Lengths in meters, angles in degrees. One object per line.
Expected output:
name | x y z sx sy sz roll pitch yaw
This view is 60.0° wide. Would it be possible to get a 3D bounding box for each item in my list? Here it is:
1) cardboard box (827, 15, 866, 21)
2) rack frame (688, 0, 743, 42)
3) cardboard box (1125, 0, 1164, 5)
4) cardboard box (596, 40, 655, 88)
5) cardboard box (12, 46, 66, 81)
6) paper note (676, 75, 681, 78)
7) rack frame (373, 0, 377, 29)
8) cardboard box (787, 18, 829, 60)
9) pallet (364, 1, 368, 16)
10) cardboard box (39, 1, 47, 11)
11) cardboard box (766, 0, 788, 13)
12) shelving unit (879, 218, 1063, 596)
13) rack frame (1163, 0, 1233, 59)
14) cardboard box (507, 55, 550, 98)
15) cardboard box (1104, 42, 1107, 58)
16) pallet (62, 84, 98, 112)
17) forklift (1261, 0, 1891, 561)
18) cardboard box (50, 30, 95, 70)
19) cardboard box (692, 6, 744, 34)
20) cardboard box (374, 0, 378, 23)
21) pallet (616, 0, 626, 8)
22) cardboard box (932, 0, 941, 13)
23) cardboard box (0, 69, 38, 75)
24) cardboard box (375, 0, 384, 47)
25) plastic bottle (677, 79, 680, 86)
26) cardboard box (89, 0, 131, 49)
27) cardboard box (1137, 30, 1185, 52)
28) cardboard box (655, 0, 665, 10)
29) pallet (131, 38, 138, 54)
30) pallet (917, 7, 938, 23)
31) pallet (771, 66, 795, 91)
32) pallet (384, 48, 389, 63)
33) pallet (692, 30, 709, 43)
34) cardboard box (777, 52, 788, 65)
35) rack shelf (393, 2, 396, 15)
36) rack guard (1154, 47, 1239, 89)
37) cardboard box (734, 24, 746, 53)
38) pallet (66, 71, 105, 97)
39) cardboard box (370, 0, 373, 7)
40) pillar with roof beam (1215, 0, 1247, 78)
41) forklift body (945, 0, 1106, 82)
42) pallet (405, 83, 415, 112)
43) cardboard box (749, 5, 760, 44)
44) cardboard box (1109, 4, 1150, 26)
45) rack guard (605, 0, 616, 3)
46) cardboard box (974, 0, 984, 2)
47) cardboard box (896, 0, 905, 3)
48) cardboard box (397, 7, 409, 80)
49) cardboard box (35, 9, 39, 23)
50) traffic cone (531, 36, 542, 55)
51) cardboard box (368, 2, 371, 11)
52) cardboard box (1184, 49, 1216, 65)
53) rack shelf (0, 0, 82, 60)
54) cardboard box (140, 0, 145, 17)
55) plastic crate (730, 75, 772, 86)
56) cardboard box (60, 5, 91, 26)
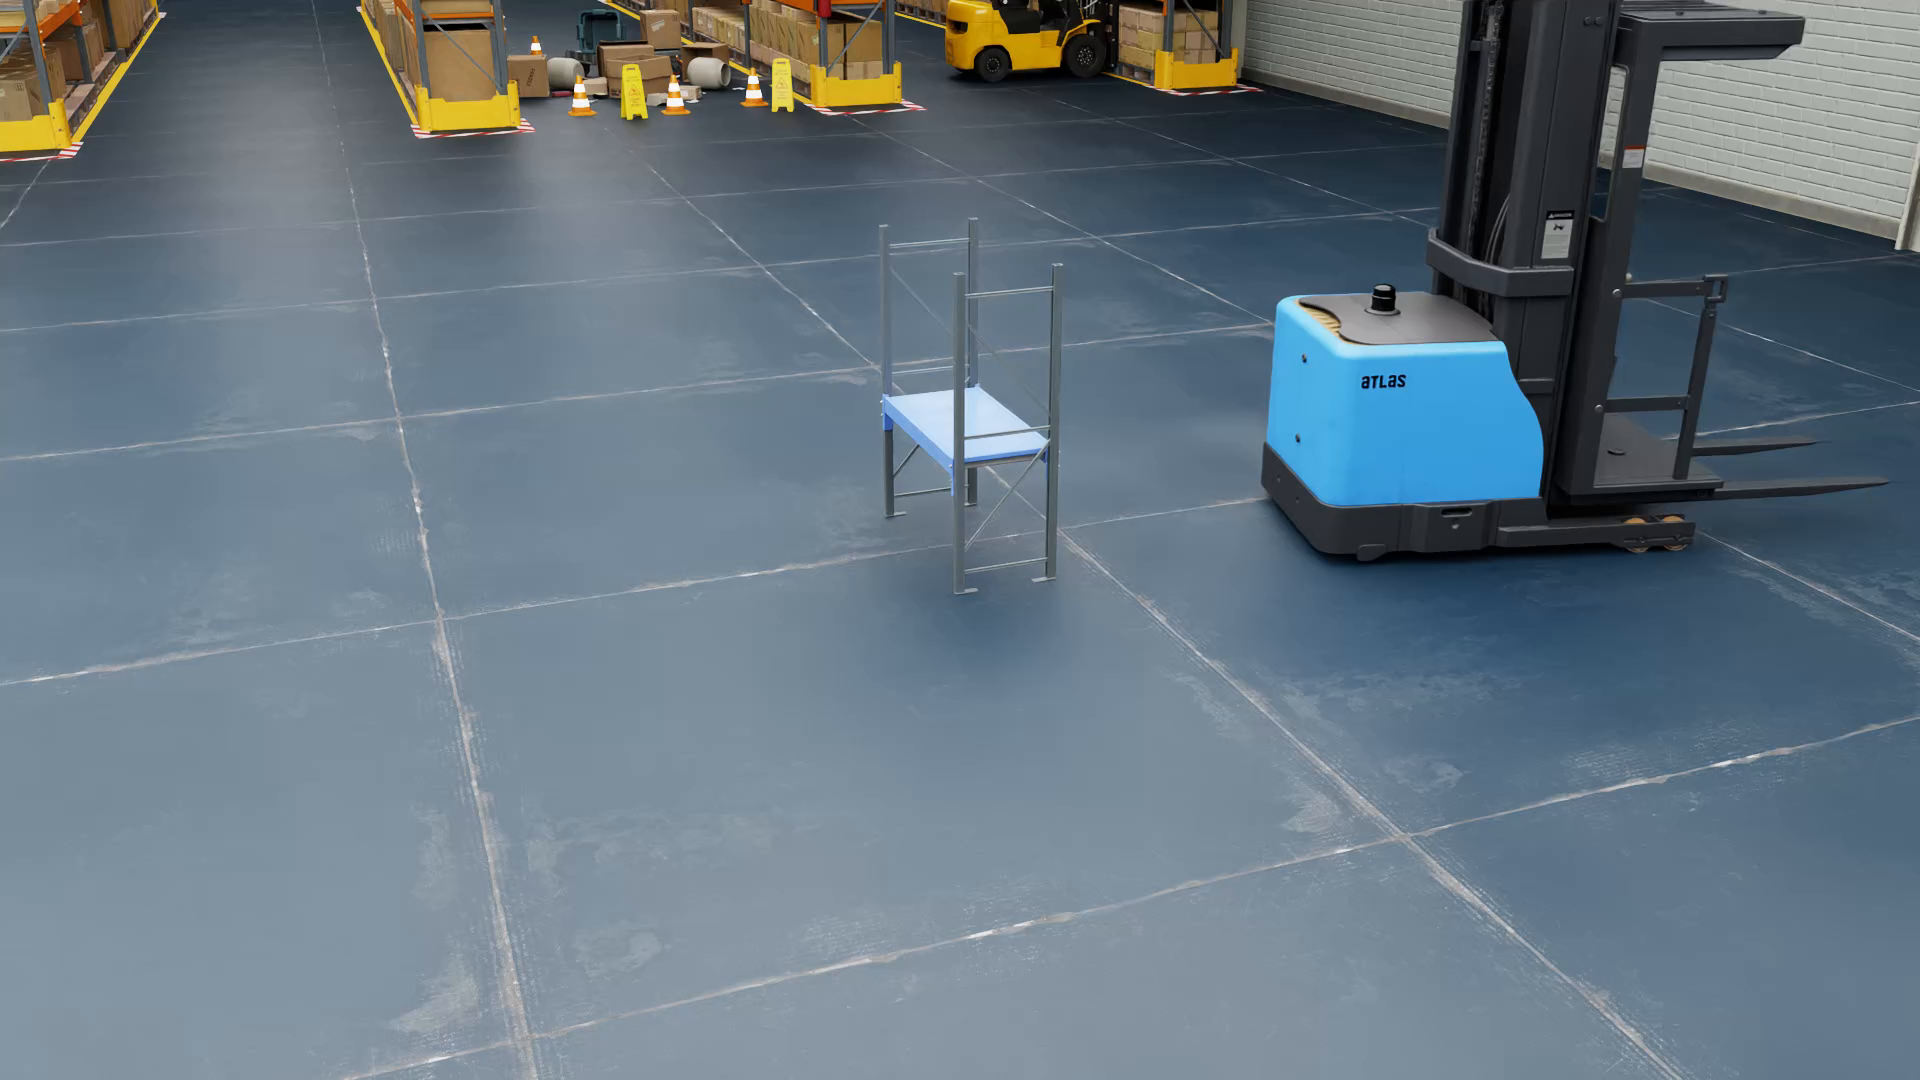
cardboard box | -1.556 -6.909 22.814 0.500 0.500 0.500 -9 25 -21
rack frame | -4.158 -10.015 28.149 1.000 3.000 0.127 -8 24 -19
cardboard box | 2.796 -7.930 24.914 0.500 0.250 0.500 -9 24 -20
cardboard box | -4.659 -6.650 23.205 0.797 0.637 0.503 -8 24 -19
cardboard box | -11.912 -6.093 21.521 0.500 0.500 0.500 -9 25 -21
paper note | -4.154 -6.767 24.265 0.148 0.019 0.142 -8 24 -19
rack frame | -10.166 -10.752 29.899 1.000 3.000 0.127 -8 24 -19
cardboard box | -2.047 -6.825 22.614 0.500 0.500 0.500 -7 24 -17
pallet | -11.299 -10.593 33.111 1.003 0.211 1.213 -8 24 -19
cardboard box | -10.929 -6.222 19.474 0.380 0.149 0.250 -8 24 -19
cardboard box | -2.520 -7.543 23.484 0.380 0.149 0.250 -7 24 -16
shelving unit | 0.030 -0.660 7.885 0.538 1.500 1.048 -8 24 -19
rack frame | 3.310 -7.790 22.872 1.000 3.000 0.127 -8 24 -19
cardboard box | -5.832 -6.272 22.483 0.500 0.500 0.500 -4 23 -10
cardboard box | 2.309 -7.395 24.933 0.500 0.250 0.500 -8 24 -17
pallet | -11.746 -5.678 21.449 1.003 0.211 1.213 -8 24 -19
forklift | 3.144 -1.489 8.010 3.031 2.935 1.130 -3 23 -7
cardboard box | -12.562 -6.858 23.311 0.700 0.500 0.500 -11 25 -24
cardboard box | -3.968 -8.791 28.088 0.950 0.372 0.625 -10 25 -23
cardboard box | -10.154 -9.489 29.579 0.500 0.500 0.500 -7 24 -17
pallet | -6.629 -11.357 34.924 1.003 0.211 1.213 -8 24 -19
cardboard box | -0.221 -10.236 31.352 0.500 0.500 0.500 -7 24 -17
cardboard box | -11.051 -5.232 19.478 0.500 0.500 0.500 -2 23 -5
cardboard box | -8.622 -8.222 26.252 1.050 0.750 0.750 -9 24 -20
plastic bottle | -4.044 -6.481 23.548 0.133 0.061 0.283 -4 23 -10
cardboard box | -13.654 -8.123 25.856 1.225 0.875 0.875 -10 25 -21
cardboard box | 2.846 -7.081 23.545 0.500 0.250 0.500 -9 24 -20
cardboard box | -5.277 -10.468 31.420 0.875 0.875 0.875 -8 24 -17
pallet | -14.065 -8.110 27.219 1.003 0.211 1.213 -8 24 -19
pallet | -0.172 -10.131 32.016 1.003 0.211 1.213 -8 24 -19
pallet | -2.040 -6.593 23.621 1.003 0.211 1.213 -8 24 -19
pallet | -8.545 -7.717 26.288 1.003 0.211 1.213 -8 24 -19
pallet | -3.884 -8.446 28.017 1.003 0.211 1.213 -8 24 -19
cardboard box | -2.235 -6.670 23.213 0.500 0.250 0.500 -9 25 -21
rack shelf | -8.047 -8.241 24.866 1.077 0.370 4.000 -8 24 -19
rack guard | 3.319 -6.630 23.336 1.175 0.500 0.348 -8 24 -19
cardboard box | -2.933 -7.734 25.581 0.950 0.372 0.625 -8 24 -18
pallet | -12.293 -6.199 22.687 1.003 0.211 1.213 -8 24 -19
cardboard box | -10.682 -9.937 30.711 0.380 0.149 0.250 -10 25 -22
pillar with roof beam | -0.120 -10.341 21.199 9.100 9.000 0.400 -8 24 -19
forklift body | 0.934 -7.838 24.077 2.313 2.155 1.214 -8 24 -19
pallet | -6.710 -5.830 21.809 1.003 0.211 1.213 -8 24 -19
cardboard box | -2.789 -7.582 24.411 0.500 0.500 0.500 -7 24 -16
cardboard box | 2.482 -7.669 24.295 0.500 0.250 0.500 -8 24 -18
rack guard | -6.993 -11.779 35.552 1.175 0.500 0.348 -8 24 -19
cardboard box | 0.692 -9.568 29.606 0.875 0.625 0.625 -8 24 -17
cardboard box | -0.969 -10.986 33.130 0.500 0.500 0.500 -7 24 -17
cardboard box | -7.184 -6.822 22.768 0.875 0.875 0.875 -8 24 -18
cardboard box | -10.551 -5.862 18.620 0.380 0.149 0.250 -8 24 -19
traffic cone | -6.401 -7.371 25.143 0.336 0.463 0.334 -8 24 -19
cardboard box | -10.989 -10.104 31.490 0.380 0.149 0.250 -8 24 -19
cardboard box | 3.320 -6.922 23.811 0.500 0.250 0.500 -8 24 -19
rack shelf | -11.310 -6.144 19.890 1.077 0.370 4.000 -8 24 -19
cardboard box | -15.319 -9.901 30.073 0.875 0.875 0.875 -8 24 -19
plastic crate | -2.958 -6.533 23.647 0.402 0.080 0.583 -18 29 -37
cardboard box | -12.968 -7.621 24.156 0.500 0.250 0.500 -6 23 -13
